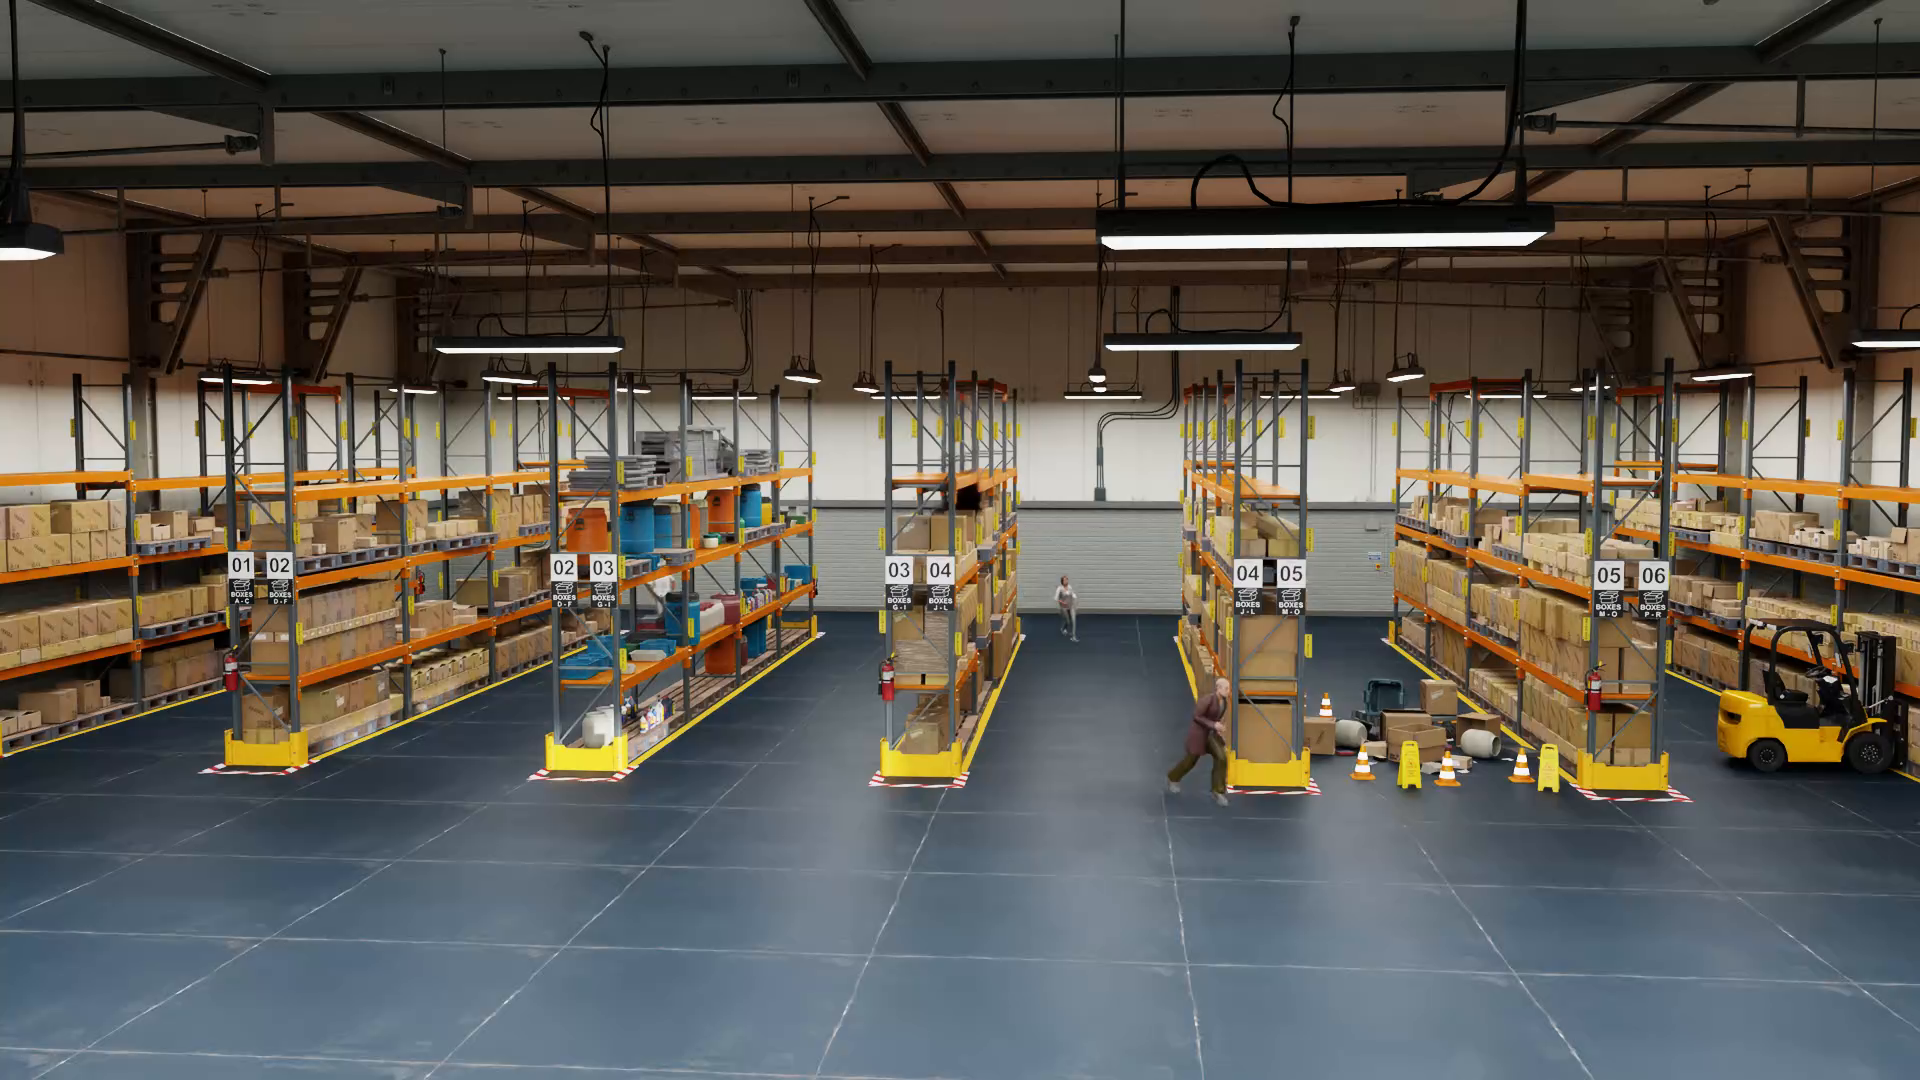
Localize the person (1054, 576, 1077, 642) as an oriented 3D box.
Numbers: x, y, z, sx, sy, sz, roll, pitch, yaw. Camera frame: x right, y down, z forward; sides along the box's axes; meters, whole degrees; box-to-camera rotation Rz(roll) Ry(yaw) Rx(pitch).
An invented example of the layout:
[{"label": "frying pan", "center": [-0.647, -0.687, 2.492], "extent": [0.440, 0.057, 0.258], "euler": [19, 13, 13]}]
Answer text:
[{"label": "person", "center": [2.507, 1.634, 39.707], "extent": [0.577, 1.554, 0.683], "euler": [-2, 4, -23]}]

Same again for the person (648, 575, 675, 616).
[{"label": "person", "center": [-7.437, 1.396, 41.598], "extent": [0.726, 1.724, 0.586], "euler": [-2, 4, -23]}]

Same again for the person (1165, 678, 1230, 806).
[{"label": "person", "center": [3.229, 2.704, 22.540], "extent": [1.049, 1.734, 0.753], "euler": [3, 5, 41]}]
